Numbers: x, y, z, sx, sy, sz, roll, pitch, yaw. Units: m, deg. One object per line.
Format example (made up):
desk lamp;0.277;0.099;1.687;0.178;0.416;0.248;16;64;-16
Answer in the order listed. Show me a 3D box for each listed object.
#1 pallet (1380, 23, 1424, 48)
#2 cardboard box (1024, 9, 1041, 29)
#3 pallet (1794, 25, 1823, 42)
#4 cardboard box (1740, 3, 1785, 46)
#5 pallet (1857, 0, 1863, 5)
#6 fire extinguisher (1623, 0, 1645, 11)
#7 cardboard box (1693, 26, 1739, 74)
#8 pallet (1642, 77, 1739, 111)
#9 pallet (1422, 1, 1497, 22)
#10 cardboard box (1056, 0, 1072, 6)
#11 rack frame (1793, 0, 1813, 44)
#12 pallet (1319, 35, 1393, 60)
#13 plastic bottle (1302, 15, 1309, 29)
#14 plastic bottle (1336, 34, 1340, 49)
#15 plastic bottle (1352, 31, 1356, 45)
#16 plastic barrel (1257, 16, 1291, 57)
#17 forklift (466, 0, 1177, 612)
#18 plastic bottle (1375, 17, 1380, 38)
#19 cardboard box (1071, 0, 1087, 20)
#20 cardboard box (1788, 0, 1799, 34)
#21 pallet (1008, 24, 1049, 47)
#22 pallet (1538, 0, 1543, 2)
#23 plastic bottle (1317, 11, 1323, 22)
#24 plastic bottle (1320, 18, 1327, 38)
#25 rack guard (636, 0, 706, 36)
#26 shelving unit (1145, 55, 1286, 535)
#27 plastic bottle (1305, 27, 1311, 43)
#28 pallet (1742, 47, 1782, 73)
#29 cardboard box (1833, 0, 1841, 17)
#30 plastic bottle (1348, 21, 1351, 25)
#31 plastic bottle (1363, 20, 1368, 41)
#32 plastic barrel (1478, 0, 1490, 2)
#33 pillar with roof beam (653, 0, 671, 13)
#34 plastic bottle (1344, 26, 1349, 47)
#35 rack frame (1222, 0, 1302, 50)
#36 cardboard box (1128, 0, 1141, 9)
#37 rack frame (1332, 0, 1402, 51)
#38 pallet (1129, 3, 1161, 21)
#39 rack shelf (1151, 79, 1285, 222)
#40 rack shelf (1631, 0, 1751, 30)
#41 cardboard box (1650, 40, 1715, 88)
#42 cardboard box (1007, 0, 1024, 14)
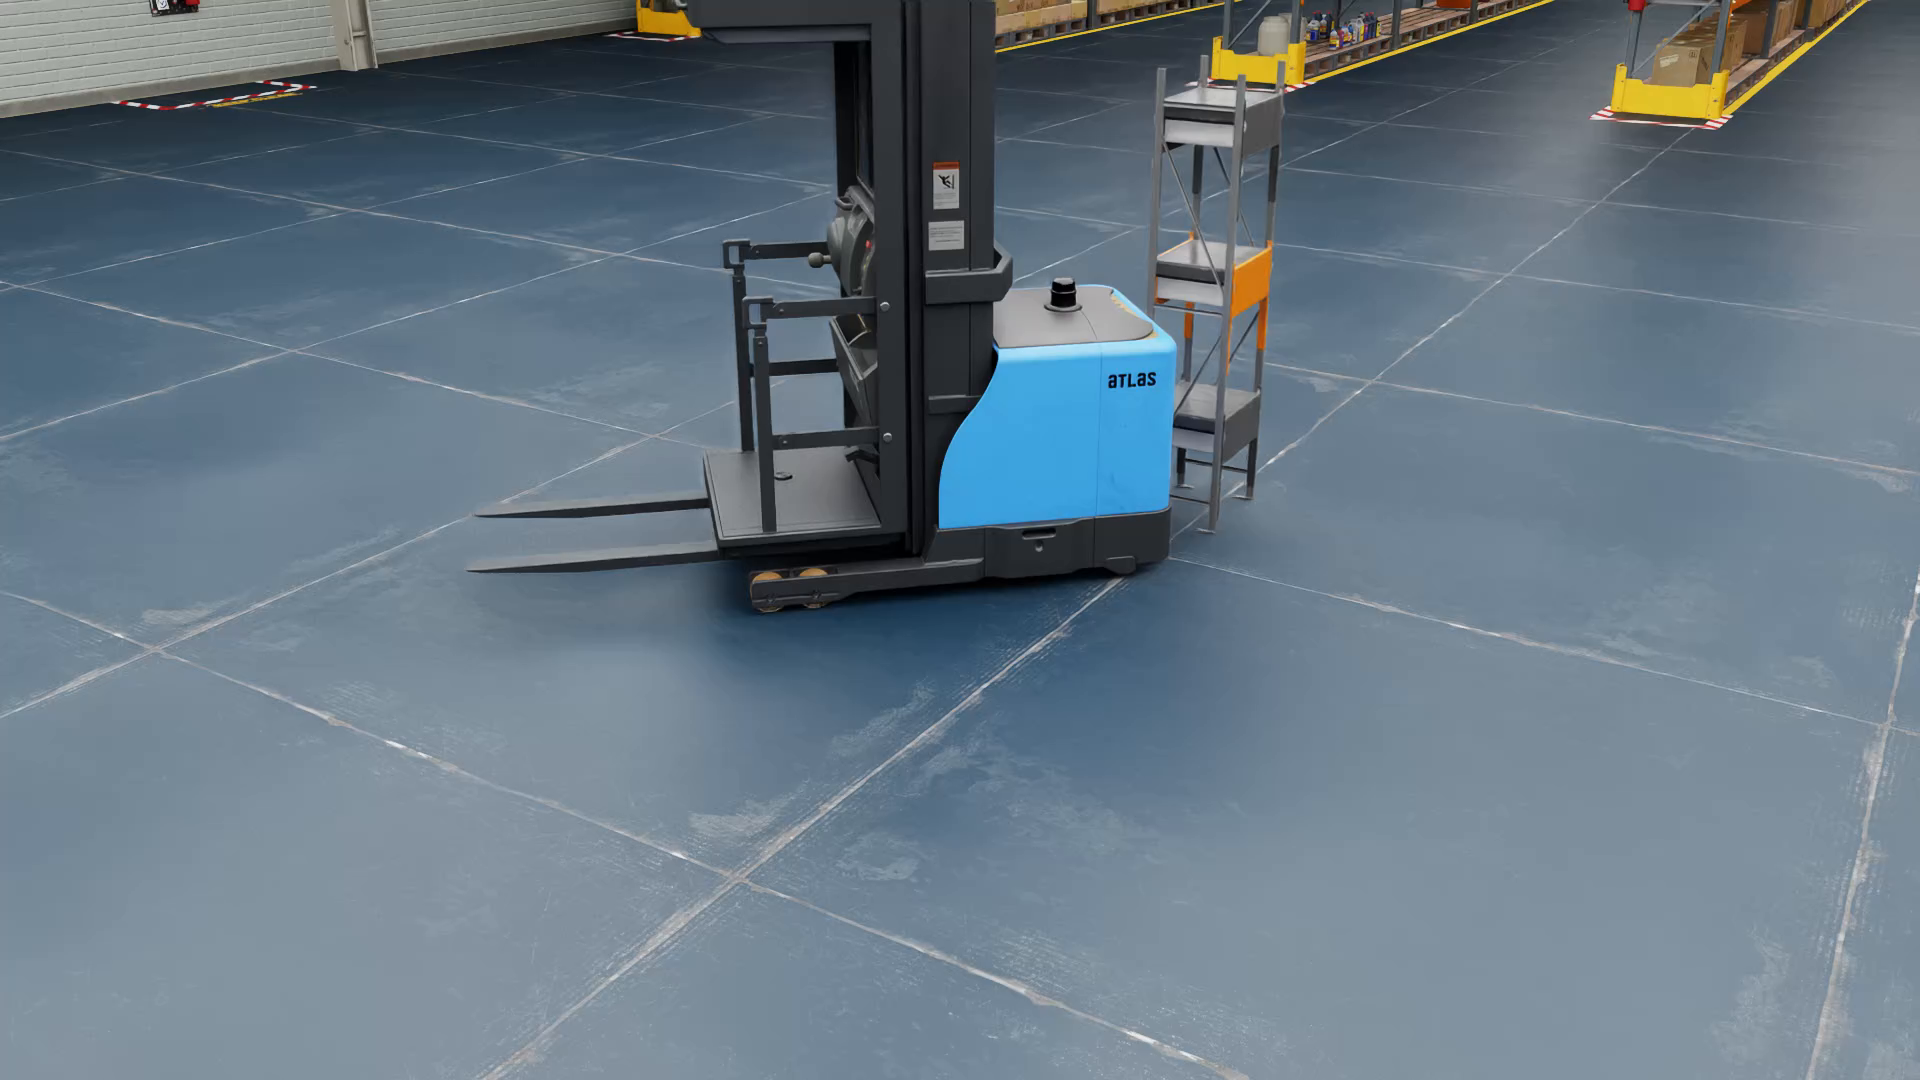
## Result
pallet;6.320;-7.619;25.084;1.003;0.211;1.213;14;27;29
cardboard box;0.887;-7.886;25.123;0.500;0.250;0.500;14;27;29
pallet;12.736;-7.908;25.752;1.003;0.211;1.213;14;27;29
cardboard box;11.051;-7.191;23.178;0.700;0.500;0.500;11;26;24
pallet;16.121;-10.072;30.750;1.003;0.211;1.213;14;27;29
fire extinguisher;7.584;-6.260;18.532;0.296;0.674;0.183;14;27;29
cardboard box;9.345;-6.086;20.650;0.500;0.500;0.500;11;26;24
pallet;8.535;-5.250;19.612;1.003;0.211;1.213;14;27;29
pallet;8.429;-8.971;28.206;1.003;0.211;1.213;14;27;29
cardboard box;1.400;-8.571;25.762;0.500;0.500;0.500;14;27;29
rack frame;12.256;-8.938;24.620;1.000;3.000;0.127;14;27;29
pallet;5.549;-7.128;23.950;1.003;0.211;1.213;14;27;29
plastic bottle;4.836;-7.219;23.431;0.144;0.351;0.185;14;27;29
plastic bottle;5.104;-6.775;22.592;0.097;0.201;0.097;0;23;0
plastic bottle;5.444;-6.992;23.094;0.097;0.201;0.097;0;23;0
plastic barrel;4.111;-6.565;21.741;0.421;0.512;0.421;0;23;0
forklift;-0.637;-1.268;6.990;3.031;2.935;1.130;-5;24;-11
plastic bottle;5.965;-7.349;23.817;0.061;0.283;0.133;15;28;32
cardboard box;1.673;-8.393;26.295;0.500;0.250;0.500;14;27;29
cardboard box;11.920;-7.762;24.497;0.700;0.500;0.500;12;26;26
pallet;0.634;-7.712;25.299;1.003;0.211;1.213;14;27;29
pallet;10.513;-10.302;31.282;1.003;0.211;1.213;14;27;29
plastic bottle;5.160;-7.426;23.910;0.144;0.351;0.185;15;27;30
plastic bottle;5.186;-7.316;23.754;0.097;0.271;0.097;0;23;0
rack guard;-4.548;-8.230;26.132;1.175;0.500;0.348;14;27;29
shelving unit;1.147;-1.113;7.678;0.431;2.100;0.503;13;27;27
plastic bottle;4.864;-7.077;23.291;0.097;0.201;0.097;0;23;0
pallet;10.556;-6.571;22.663;1.003;0.211;1.213;14;27;29
cardboard box;13.575;-8.983;26.872;1.225;0.875;0.875;13;27;27
plastic bottle;5.471;-7.142;23.338;0.061;0.283;0.133;14;27;29
plastic bottle;5.692;-7.175;23.413;0.061;0.283;0.133;16;28;32
plastic barrel;8.888;-9.612;28.683;0.600;0.588;0.708;14;27;29
pillar with roof beam;-1.296;-11.620;23.265;9.100;9.000;0.400;14;27;29
plastic bottle;5.283;-6.921;22.843;0.097;0.271;0.097;0;23;0
rack frame;3.828;-7.276;20.781;1.000;3.000;0.127;14;27;29
cardboard box;2.697;-9.028;27.760;0.500;0.250;0.500;13;27;27
rack frame;5.938;-8.626;23.899;1.000;3.000;0.127;14;27;29
pallet;2.730;-9.055;28.402;1.003;0.211;1.213;14;27;29
rack shelf;1.147;-1.743;7.405;0.431;0.518;0.480;13;27;27
rack shelf;9.091;-6.582;20.085;1.077;0.370;4.000;14;27;29
cardboard box;8.380;-5.490;19.275;0.500;0.500;0.500;20;30;38
cardboard box;0.609;-8.065;24.592;0.500;0.500;0.500;14;27;29
